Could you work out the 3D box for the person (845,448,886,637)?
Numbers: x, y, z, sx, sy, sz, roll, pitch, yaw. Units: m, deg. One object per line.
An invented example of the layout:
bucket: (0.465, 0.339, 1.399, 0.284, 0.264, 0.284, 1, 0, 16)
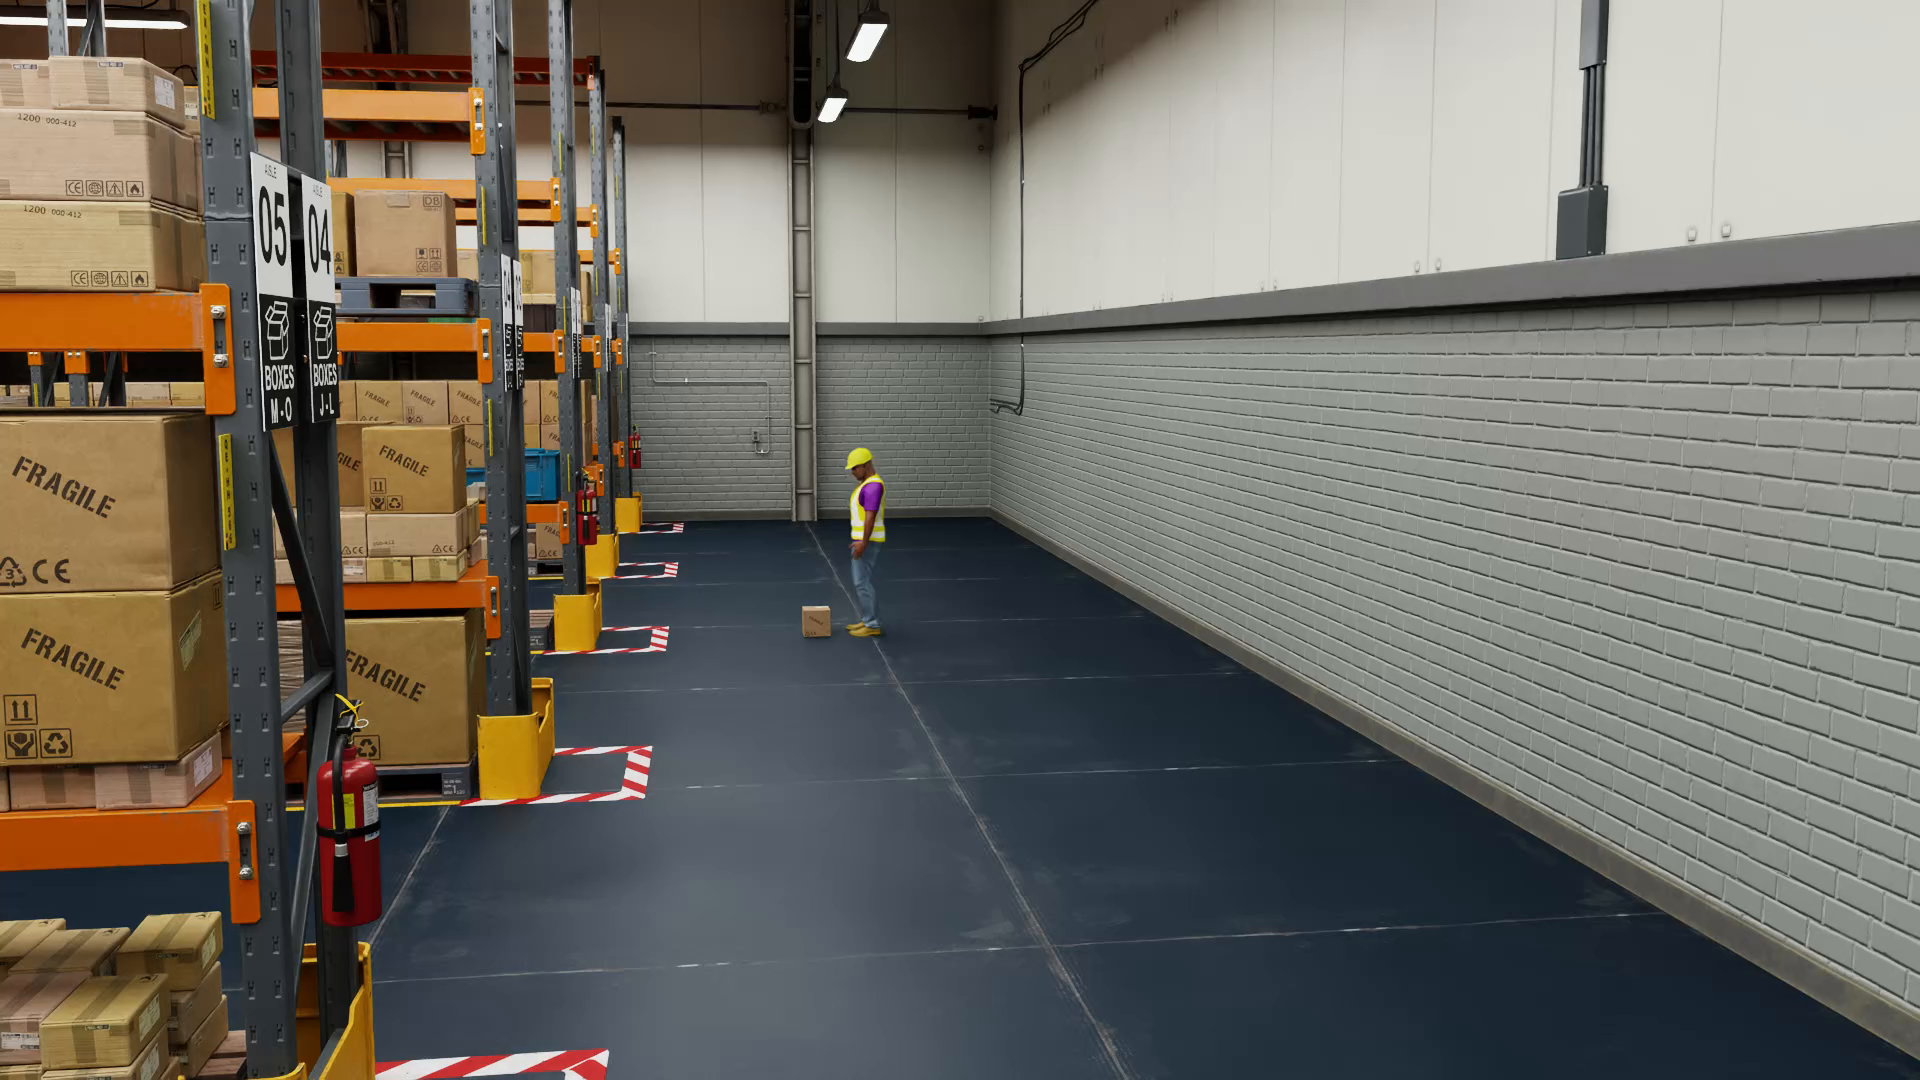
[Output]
person: (-0.885, 0.013, 15.572, 0.384, 1.754, 0.573, -1, 6, -8)
